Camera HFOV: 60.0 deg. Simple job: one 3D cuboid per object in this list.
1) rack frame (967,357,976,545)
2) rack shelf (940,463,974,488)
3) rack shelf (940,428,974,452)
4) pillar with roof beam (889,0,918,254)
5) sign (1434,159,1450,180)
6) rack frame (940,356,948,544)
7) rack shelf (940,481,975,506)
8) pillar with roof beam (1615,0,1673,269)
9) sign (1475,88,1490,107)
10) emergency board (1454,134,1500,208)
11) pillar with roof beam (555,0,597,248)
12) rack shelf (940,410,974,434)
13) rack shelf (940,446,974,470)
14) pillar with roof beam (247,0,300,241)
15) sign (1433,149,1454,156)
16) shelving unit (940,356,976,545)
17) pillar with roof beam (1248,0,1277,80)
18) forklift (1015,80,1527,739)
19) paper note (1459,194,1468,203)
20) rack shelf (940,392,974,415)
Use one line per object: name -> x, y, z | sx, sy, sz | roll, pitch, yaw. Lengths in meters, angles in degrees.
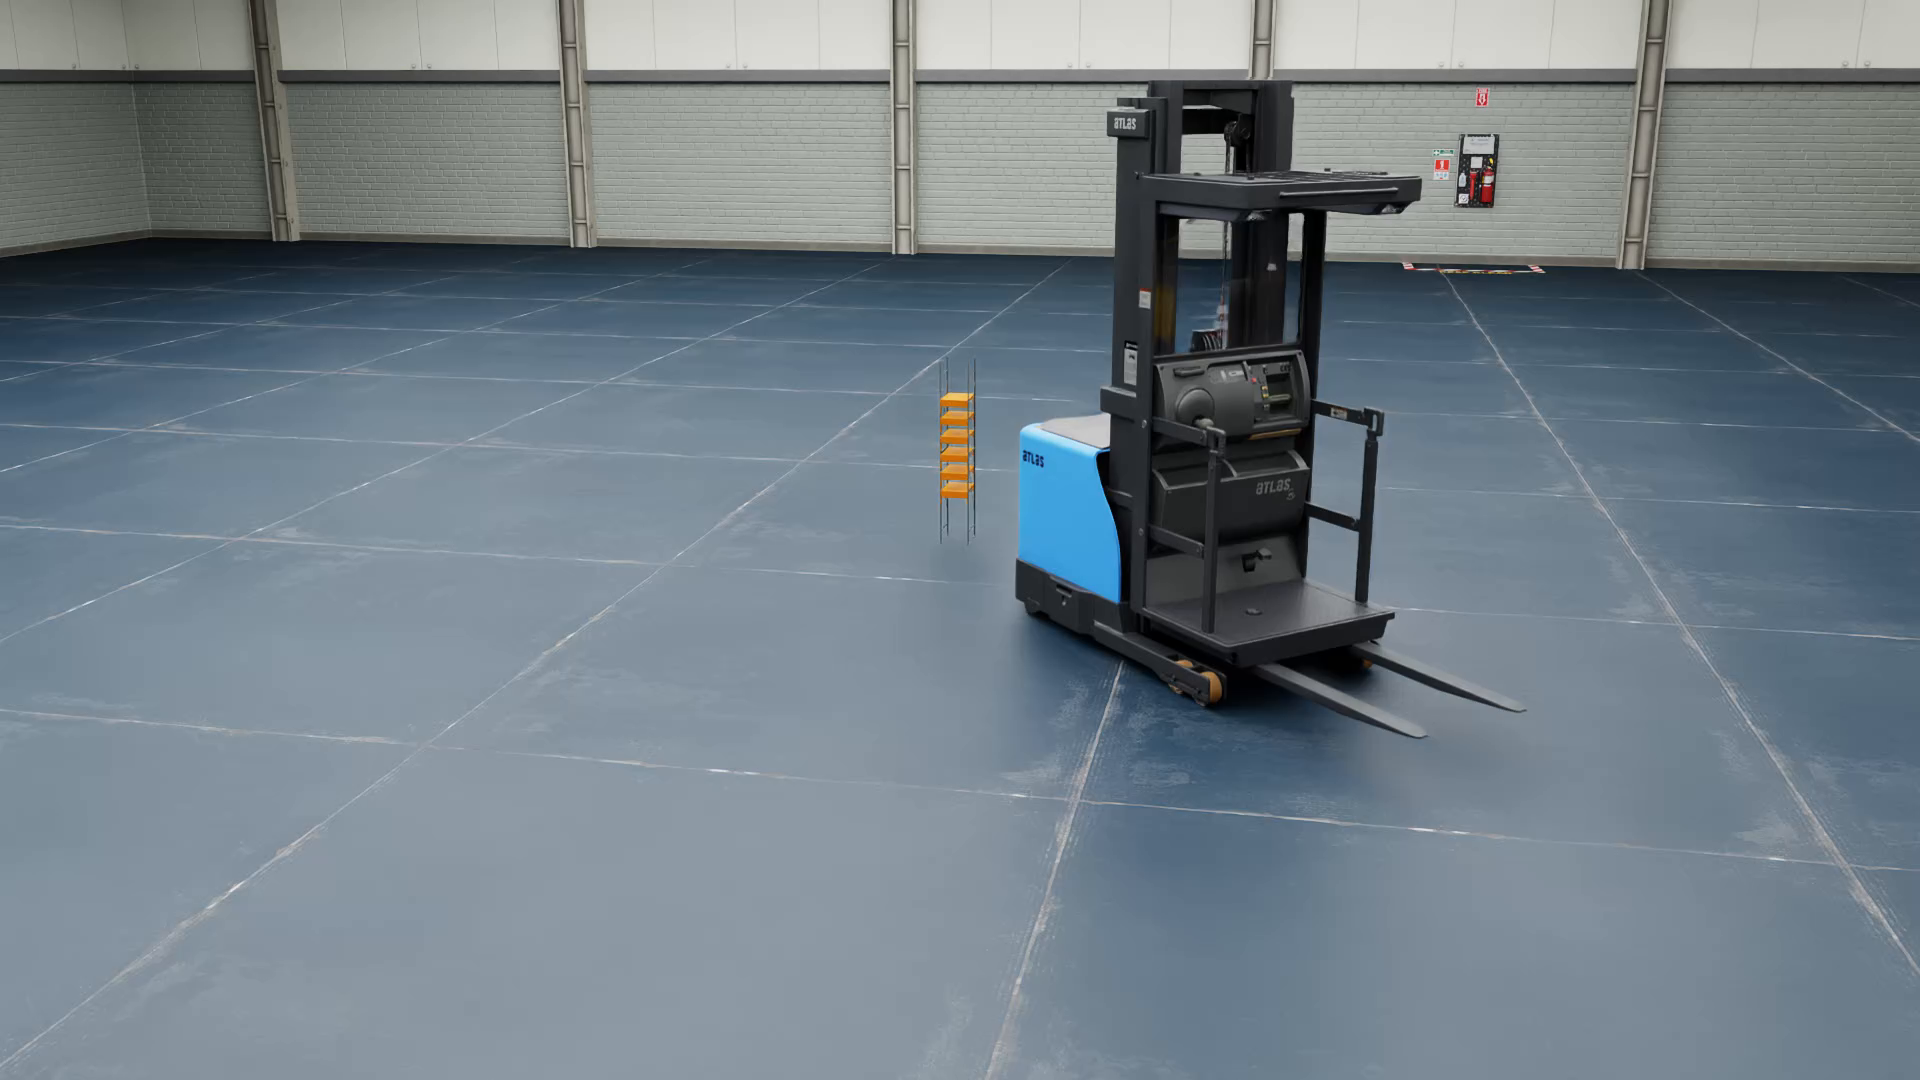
rack frame -> 0.075, -0.574, 10.817 | 0.006, 1.200, 0.240 | 3, 16, 11
rack shelf -> -0.014, -0.421, 10.879 | 0.180, 0.103, 0.258 | 3, 16, 11
rack shelf -> -0.014, -0.652, 10.814 | 0.180, 0.103, 0.258 | 3, 16, 11
pillar with roof beam -> -1.821, -8.233, 23.858 | 0.400, 9.000, 9.100 | 3, 16, 11
sign -> 7.861, -6.045, 27.129 | 0.234, 0.329, 0.001 | 3, 16, 11
rack frame -> -0.104, -0.584, 10.852 | 0.006, 1.200, 0.240 | 3, 16, 11
rack shelf -> -0.014, -0.305, 10.911 | 0.180, 0.103, 0.258 | 3, 16, 11
pillar with roof beam -> 9.938, -7.595, 21.554 | 0.400, 9.000, 9.100 | 3, 16, 11
sign -> 8.394, -7.115, 26.717 | 0.199, 0.298, 0.001 | 3, 16, 11
emergency board -> 8.382, -5.972, 26.931 | 0.643, 1.169, 0.194 | 3, 16, 11
pillar with roof beam -> -7.701, -8.553, 25.010 | 0.400, 9.000, 9.100 | 3, 16, 11
rack shelf -> -0.014, -0.767, 10.782 | 0.180, 0.103, 0.258 | 3, 16, 11
rack shelf -> -0.014, -0.536, 10.846 | 0.180, 0.103, 0.258 | 3, 16, 11
pillar with roof beam -> -13.580, -8.872, 26.163 | 0.400, 9.000, 9.100 | 3, 16, 11
sign -> 7.864, -6.298, 27.049 | 0.331, 0.109, 0.001 | 3, 16, 11
shelving unit -> -0.014, -0.579, 10.835 | 0.189, 1.200, 0.258 | 3, 16, 11
pillar with roof beam -> 4.059, -7.914, 22.706 | 0.400, 9.000, 9.100 | 3, 16, 11
forklift -> 1.491, -0.747, 8.197 | 1.130, 2.935, 3.031 | -9, 18, -29
paper note -> 8.222, -5.574, 27.147 | 0.142, 0.148, 0.016 | 3, 16, 11
rack shelf -> -0.014, -0.883, 10.750 | 0.180, 0.103, 0.258 | 3, 16, 11
